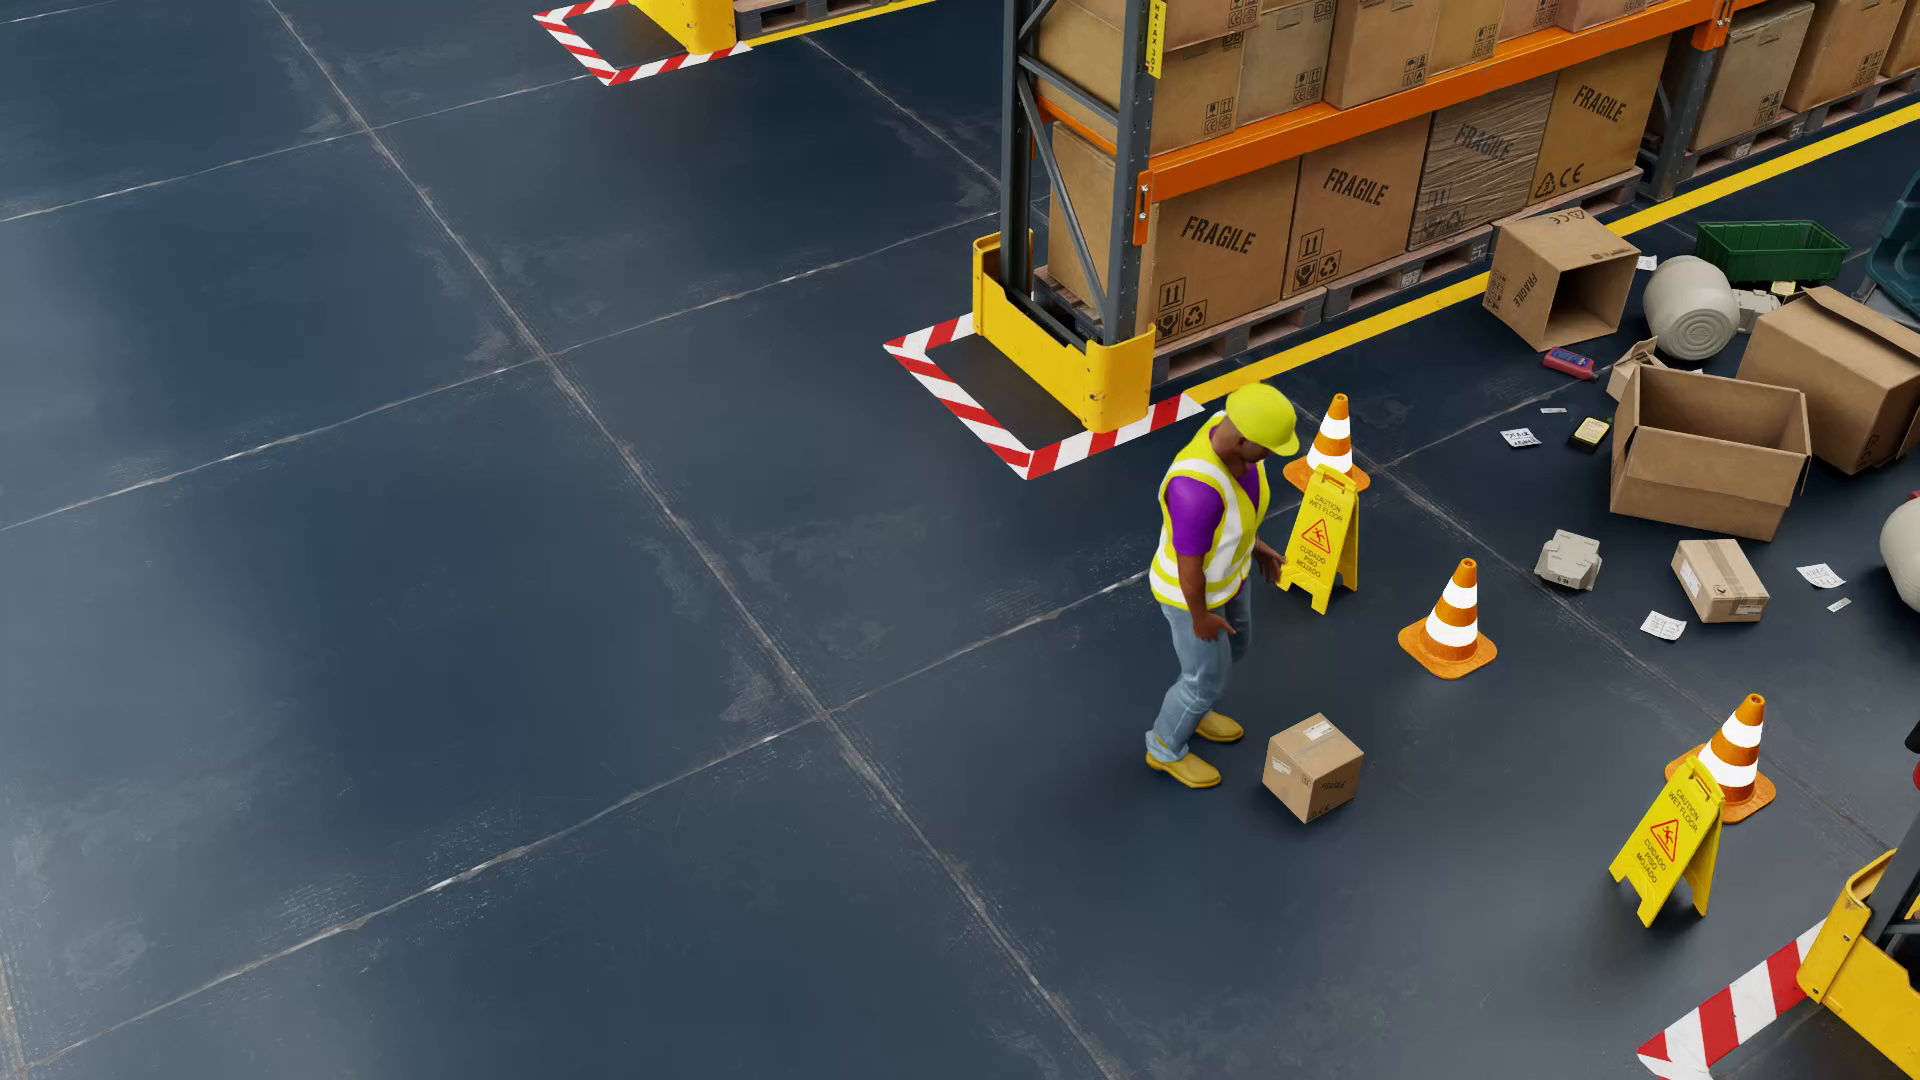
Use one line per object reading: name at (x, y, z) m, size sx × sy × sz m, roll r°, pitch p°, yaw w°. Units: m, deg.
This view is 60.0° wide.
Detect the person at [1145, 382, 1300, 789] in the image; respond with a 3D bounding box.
person at (0.927, 0.142, 6.001) m, size 0.422 × 1.733 × 0.584 m, roll 20°, pitch 44°, yaw 22°
